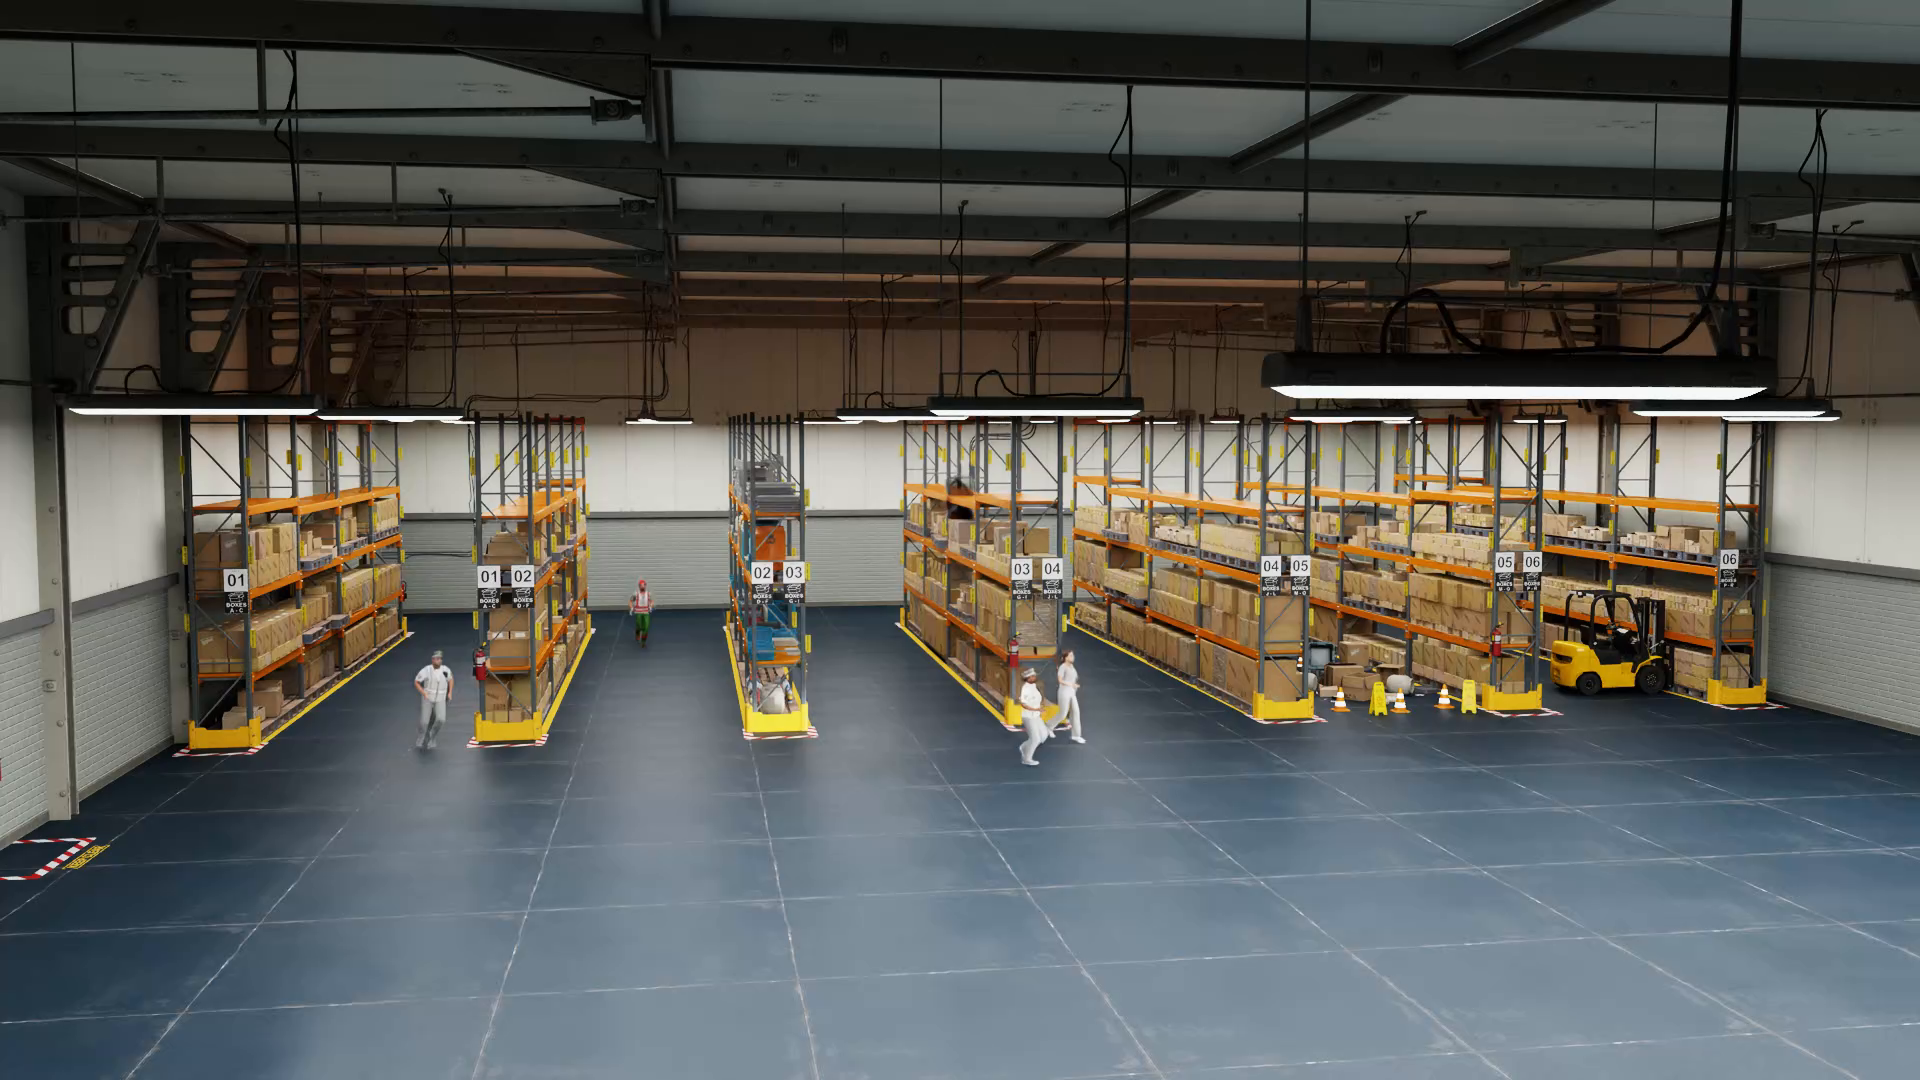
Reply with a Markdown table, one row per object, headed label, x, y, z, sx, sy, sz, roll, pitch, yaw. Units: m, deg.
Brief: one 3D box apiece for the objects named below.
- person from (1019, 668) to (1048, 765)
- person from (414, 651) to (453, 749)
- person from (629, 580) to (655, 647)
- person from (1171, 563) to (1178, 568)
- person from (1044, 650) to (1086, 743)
| label | x | y | z | sx | sy | sz | roll | pitch | yaw |
| --- | --- | --- | --- | --- | --- | --- | --- | --- | --- |
| person | 1.247 | 2.979 | 28.120 | 0.547 | 1.653 | 0.570 | 2 | 4 | 22 |
| person | -9.363 | 2.850 | 29.669 | 0.720 | 1.764 | 0.636 | -2 | 4 | -29 |
| person | -8.265 | 1.914 | 43.299 | 0.660 | 1.737 | 0.596 | -2 | 4 | -21 |
| person | 6.505 | 1.496 | 50.428 | 0.731 | 1.579 | 0.500 | -1 | 4 | -9 |
| person | 1.926 | 2.827 | 30.302 | 0.848 | 1.688 | 0.587 | 3 | 5 | 33 |
